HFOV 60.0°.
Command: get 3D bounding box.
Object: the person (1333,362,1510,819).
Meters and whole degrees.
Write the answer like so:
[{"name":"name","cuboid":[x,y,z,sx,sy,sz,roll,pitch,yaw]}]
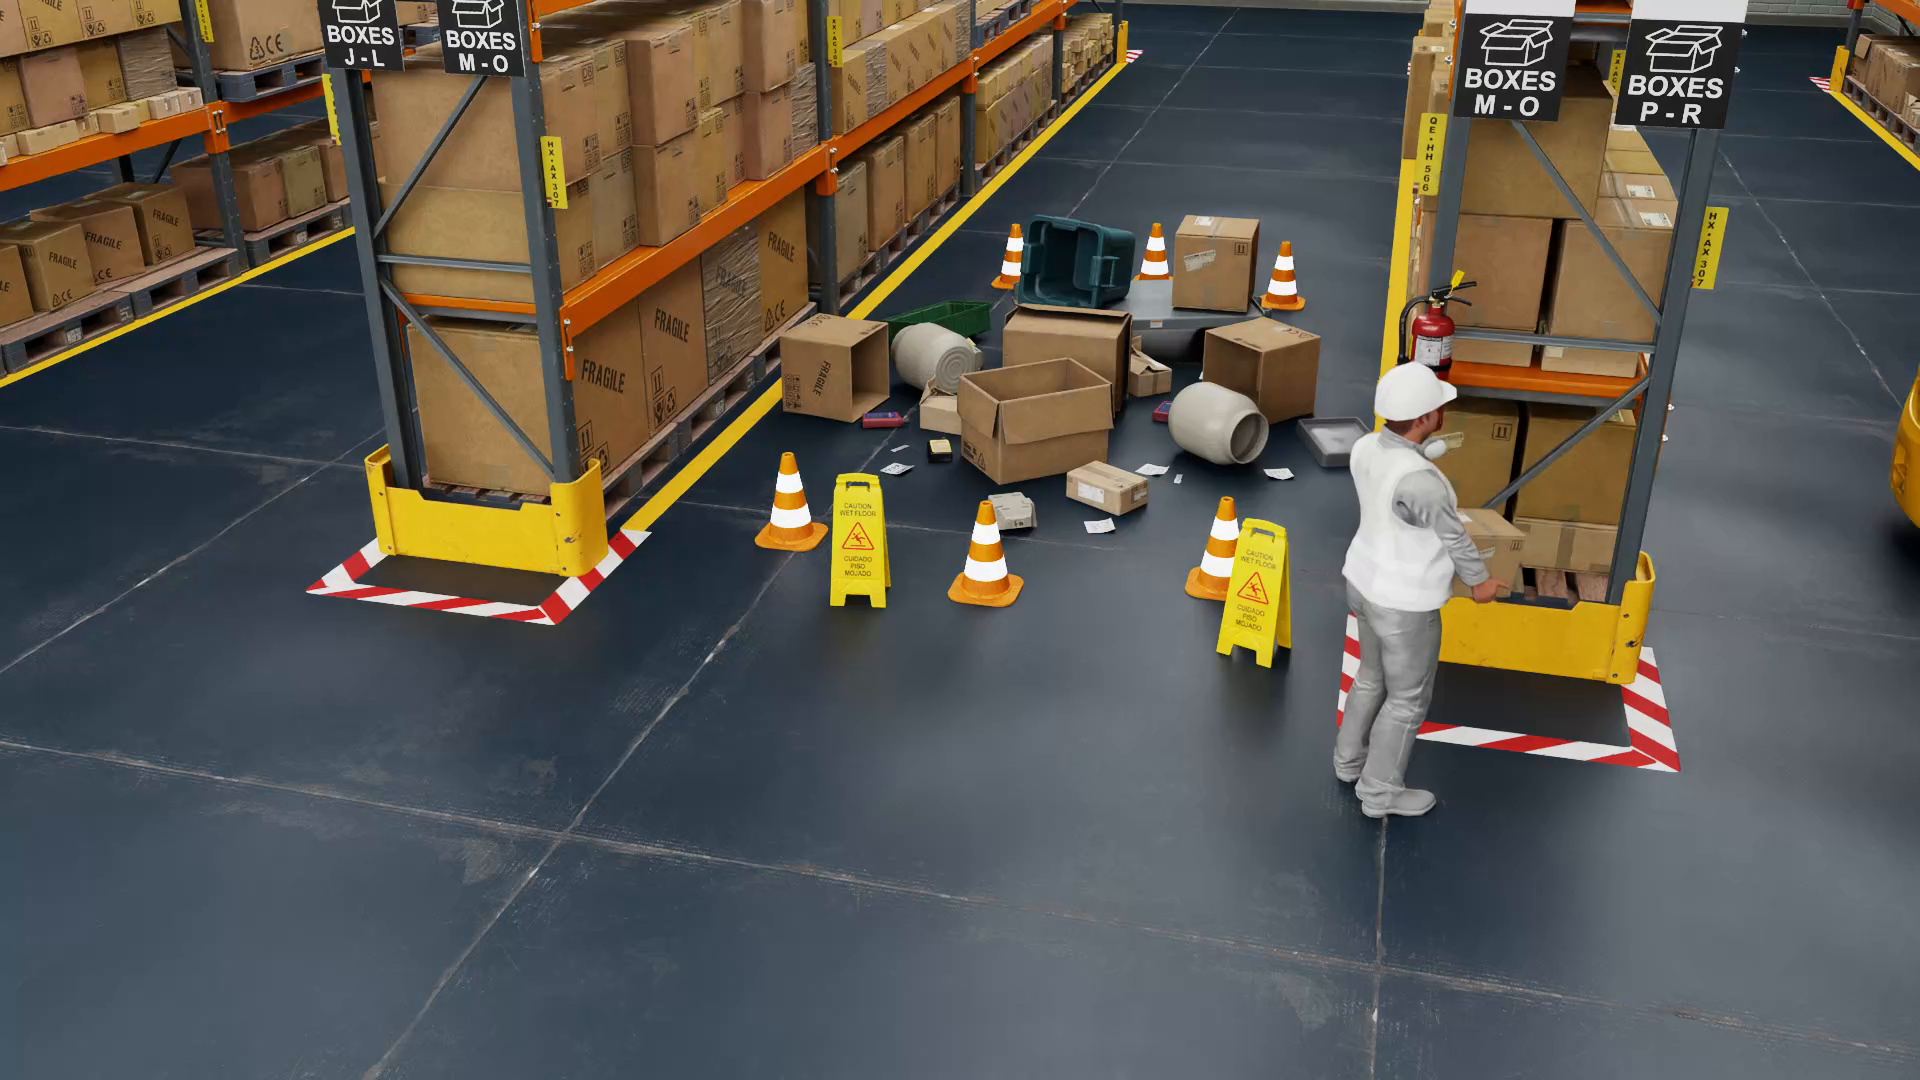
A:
[{"name":"person","cuboid":[1.721,0.173,6.217,0.554,1.768,0.495,-5,26,-11]}]
